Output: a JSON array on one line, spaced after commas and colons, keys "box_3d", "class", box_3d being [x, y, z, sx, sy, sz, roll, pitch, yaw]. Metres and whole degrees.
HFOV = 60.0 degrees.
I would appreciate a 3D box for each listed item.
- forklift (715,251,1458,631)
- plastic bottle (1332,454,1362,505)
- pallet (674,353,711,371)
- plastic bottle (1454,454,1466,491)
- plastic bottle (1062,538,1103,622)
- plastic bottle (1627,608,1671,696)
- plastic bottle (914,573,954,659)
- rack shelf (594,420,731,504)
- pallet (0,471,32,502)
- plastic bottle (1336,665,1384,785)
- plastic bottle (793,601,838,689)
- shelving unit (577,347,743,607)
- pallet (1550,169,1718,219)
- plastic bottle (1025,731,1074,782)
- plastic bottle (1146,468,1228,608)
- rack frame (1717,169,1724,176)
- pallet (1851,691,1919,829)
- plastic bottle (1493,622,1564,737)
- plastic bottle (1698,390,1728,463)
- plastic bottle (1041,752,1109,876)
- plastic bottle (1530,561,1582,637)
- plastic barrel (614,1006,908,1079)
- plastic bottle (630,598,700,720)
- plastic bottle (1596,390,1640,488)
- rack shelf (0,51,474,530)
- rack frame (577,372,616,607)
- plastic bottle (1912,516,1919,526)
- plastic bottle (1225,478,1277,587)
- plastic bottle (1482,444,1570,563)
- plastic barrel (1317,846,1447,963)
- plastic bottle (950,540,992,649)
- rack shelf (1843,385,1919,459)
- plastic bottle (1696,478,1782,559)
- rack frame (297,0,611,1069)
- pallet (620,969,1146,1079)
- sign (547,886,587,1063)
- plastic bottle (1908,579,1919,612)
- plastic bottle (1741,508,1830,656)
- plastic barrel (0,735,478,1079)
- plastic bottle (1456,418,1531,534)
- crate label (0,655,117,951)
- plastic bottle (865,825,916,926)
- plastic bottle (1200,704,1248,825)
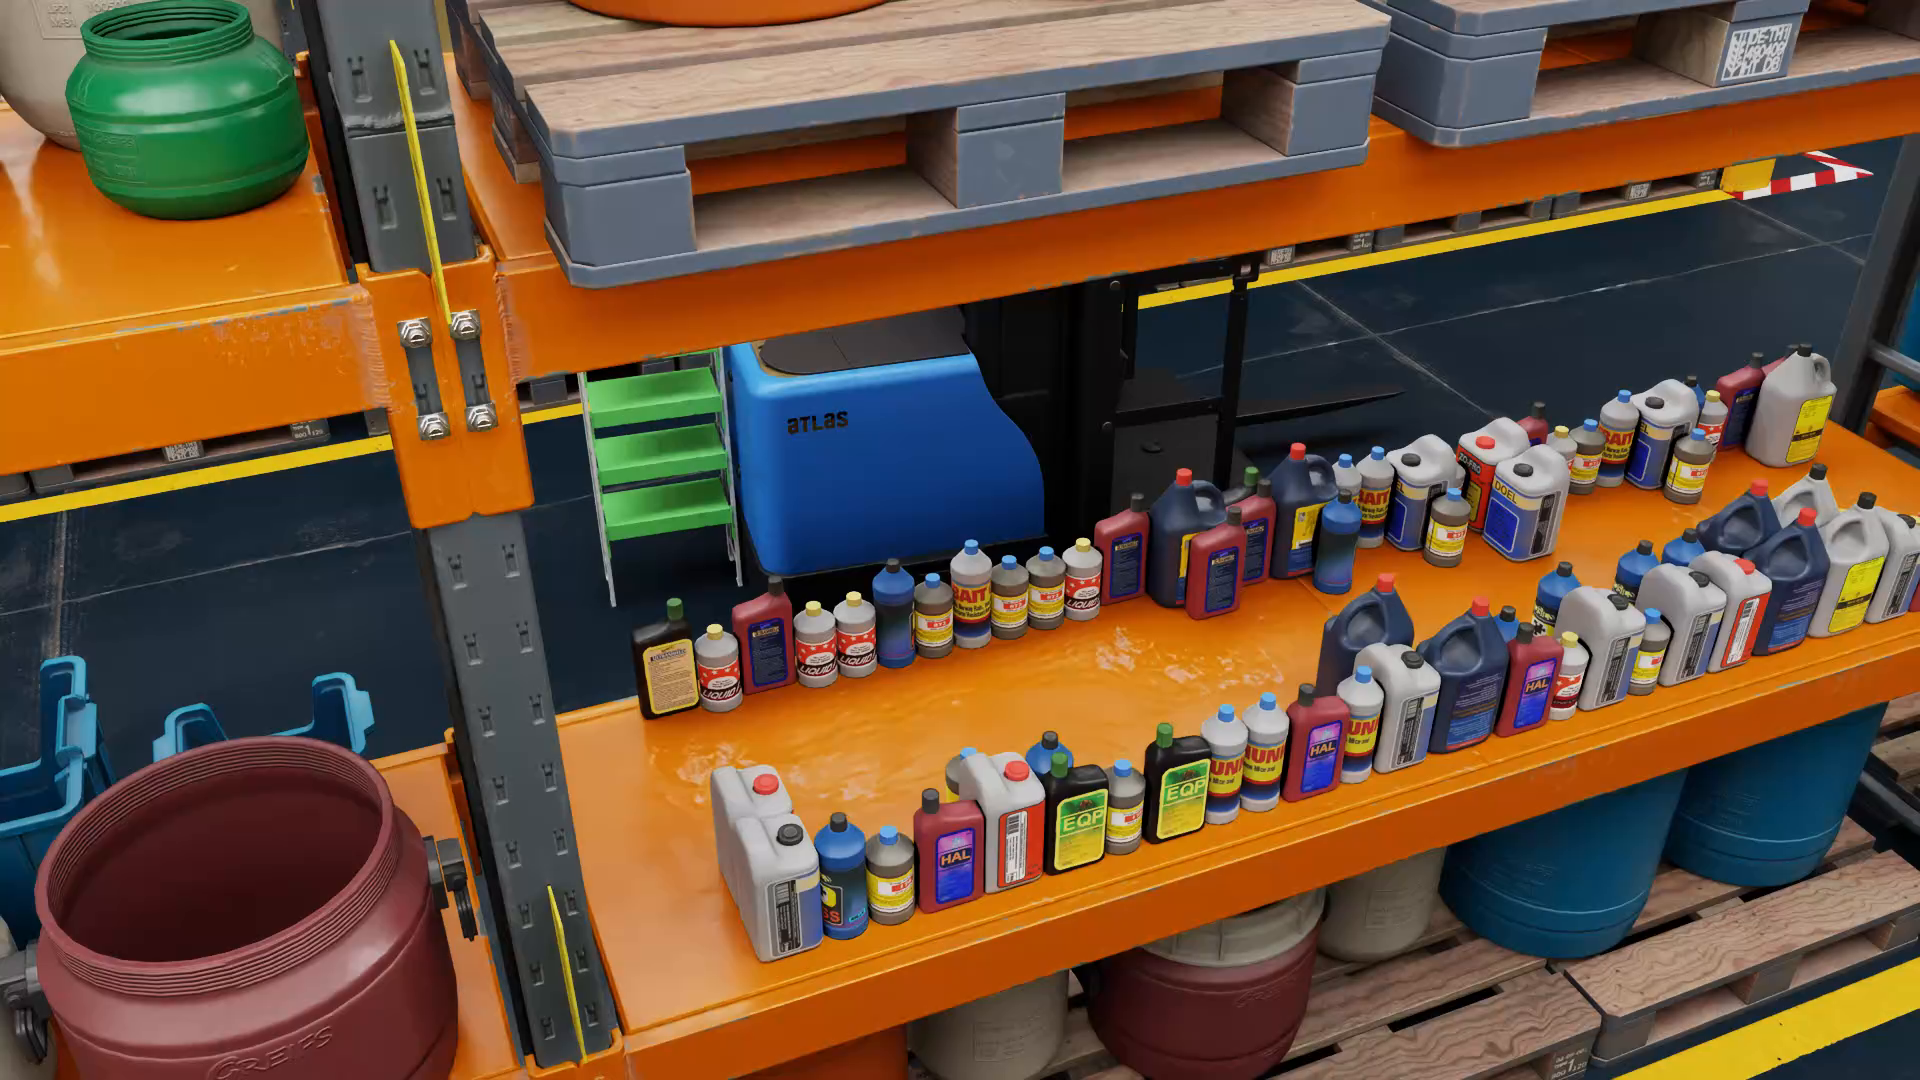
[{"box_3d": [0.602, -1.325, 6.099, 3.031, 2.935, 1.130, -9, 34, -14], "class": "forklift"}, {"box_3d": [0.972, -0.096, 4.265, 0.097, 0.271, 0.097, 0, 33, 0], "class": "plastic bottle"}, {"box_3d": [-0.955, -1.204, 8.407, 1.213, 0.211, 1.003, -13, 35, -19], "class": "pallet"}, {"box_3d": [1.276, -0.136, 4.391, 0.097, 0.201, 0.097, 0, 33, 0], "class": "plastic bottle"}, {"box_3d": [0.296, 0.089, 4.046, 0.097, 0.201, 0.097, 0, 33, 0], "class": "plastic bottle"}, {"box_3d": [1.561, 0.248, 3.801, 0.097, 0.201, 0.097, 0, 33, 0], "class": "plastic bottle"}, {"box_3d": [-0.063, 0.171, 3.919, 0.097, 0.201, 0.097, 0, 33, 0], "class": "plastic bottle"}, {"box_3d": [-1.121, -0.294, 6.219, 0.480, 0.148, 0.258, -9, 34, -14], "class": "rack shelf"}, {"box_3d": [-4.678, -0.400, 7.171, 1.213, 0.211, 1.003, -13, 35, -19], "class": "pallet"}, {"box_3d": [0.840, 0.384, 3.528, 0.097, 0.271, 0.097, 0, 33, 0], "class": "plastic bottle"}, {"box_3d": [-0.333, 0.232, 3.824, 0.097, 0.201, 0.097, 0, 33, 0], "class": "plastic bottle"}, {"box_3d": [-1.121, -0.348, 6.184, 0.503, 1.200, 0.258, -9, 34, -14], "class": "shelving unit"}, {"box_3d": [3.791, -2.314, 10.113, 1.213, 0.211, 1.003, -13, 35, -19], "class": "pallet"}, {"box_3d": [0.178, 0.499, 3.350, 0.097, 0.271, 0.097, 0, 33, 0], "class": "plastic bottle"}, {"box_3d": [0.558, -0.020, 4.076, 0.185, 0.351, 0.144, -13, 35, -19], "class": "plastic bottle"}, {"box_3d": [4.595, -3.668, 9.636, 0.127, 3.000, 1.000, -13, 35, -19], "class": "rack frame"}, {"box_3d": [3.484, 0.663, 5.538, 1.213, 0.211, 1.003, -13, 35, -19], "class": "pallet"}, {"box_3d": [1.248, 0.296, 3.652, 0.133, 0.283, 0.061, -13, 35, -19], "class": "plastic bottle"}, {"box_3d": [2.096, -0.324, 4.679, 0.097, 0.201, 0.097, 0, 33, 0], "class": "plastic bottle"}, {"box_3d": [0.225, 0.530, 3.292, 0.133, 0.283, 0.061, -13, 35, -19], "class": "plastic bottle"}, {"box_3d": [1.378, 0.170, 3.856, 0.097, 0.271, 0.097, 0, 33, 0], "class": "plastic bottle"}, {"box_3d": [-0.422, 1.135, 3.860, 0.708, 0.830, 0.600, -13, 35, -19], "class": "plastic barrel"}, {"box_3d": [-0.659, 0.262, 3.704, 0.133, 0.283, 0.061, -13, 35, -19], "class": "plastic bottle"}, {"box_3d": [1.792, -0.283, 4.553, 0.097, 0.271, 0.097, 0, 33, 0], "class": "plastic bottle"}, {"box_3d": [-2.711, -0.020, 1.940, 4.000, 0.370, 1.077, -13, 35, -19], "class": "rack shelf"}, {"box_3d": [-1.355, -0.310, 6.127, 0.015, 1.200, 0.240, -9, 34, -14], "class": "rack frame"}, {"box_3d": [2.340, 0.033, 4.130, 0.097, 0.201, 0.097, 0, 33, 0], "class": "plastic bottle"}, {"box_3d": [0.712, -0.016, 4.131, 0.133, 0.283, 0.061, -13, 35, -19], "class": "plastic bottle"}, {"box_3d": [1.452, -0.101, 4.269, 0.135, 0.276, 0.152, -13, 35, -19], "class": "plastic bottle"}, {"box_3d": [1.105, 0.865, 4.566, 0.421, 0.512, 0.421, 0, 33, 0], "class": "plastic barrel"}, {"box_3d": [0.026, 0.121, 3.932, 0.097, 0.271, 0.097, 0, 33, 0], "class": "plastic bottle"}, {"box_3d": [4.665, -0.452, 5.354, 4.000, 0.370, 1.077, -13, 35, -19], "class": "rack shelf"}, {"box_3d": [1.874, 0.014, 4.023, 0.185, 0.351, 0.144, -13, 35, -19], "class": "plastic bottle"}, {"box_3d": [-0.867, 0.513, 3.211, 0.127, 3.000, 1.000, -13, 35, -19], "class": "rack frame"}, {"box_3d": [-0.156, 1.494, 4.260, 1.213, 0.211, 1.003, -13, 35, -19], "class": "pallet"}, {"box_3d": [-0.647, 0.720, 2.744, 0.005, 0.325, 0.100, -13, 35, -19], "class": "sign"}, {"box_3d": [2.388, 0.035, 4.053, 0.133, 0.283, 0.061, -13, 35, -19], "class": "plastic bottle"}, {"box_3d": [1.930, 0.087, 3.911, 0.185, 0.351, 0.144, -13, 35, -19], "class": "plastic bottle"}, {"box_3d": [-1.177, 0.706, 2.789, 0.708, 0.536, 0.600, -13, 35, -19], "class": "plastic barrel"}, {"box_3d": [1.393, -0.178, 4.387, 0.135, 0.276, 0.152, -13, 35, -19], "class": "plastic bottle"}, {"box_3d": [-1.887, 0.572, 3.088, 0.616, 0.435, 0.502, -13, 35, -19], "class": "crate label"}, {"box_3d": [-0.135, 0.636, 3.204, 0.097, 0.201, 0.097, 0, 33, 0], "class": "plastic bottle"}, {"box_3d": [0.537, 0.453, 3.422, 0.097, 0.271, 0.097, 0, 33, 0], "class": "plastic bottle"}]
